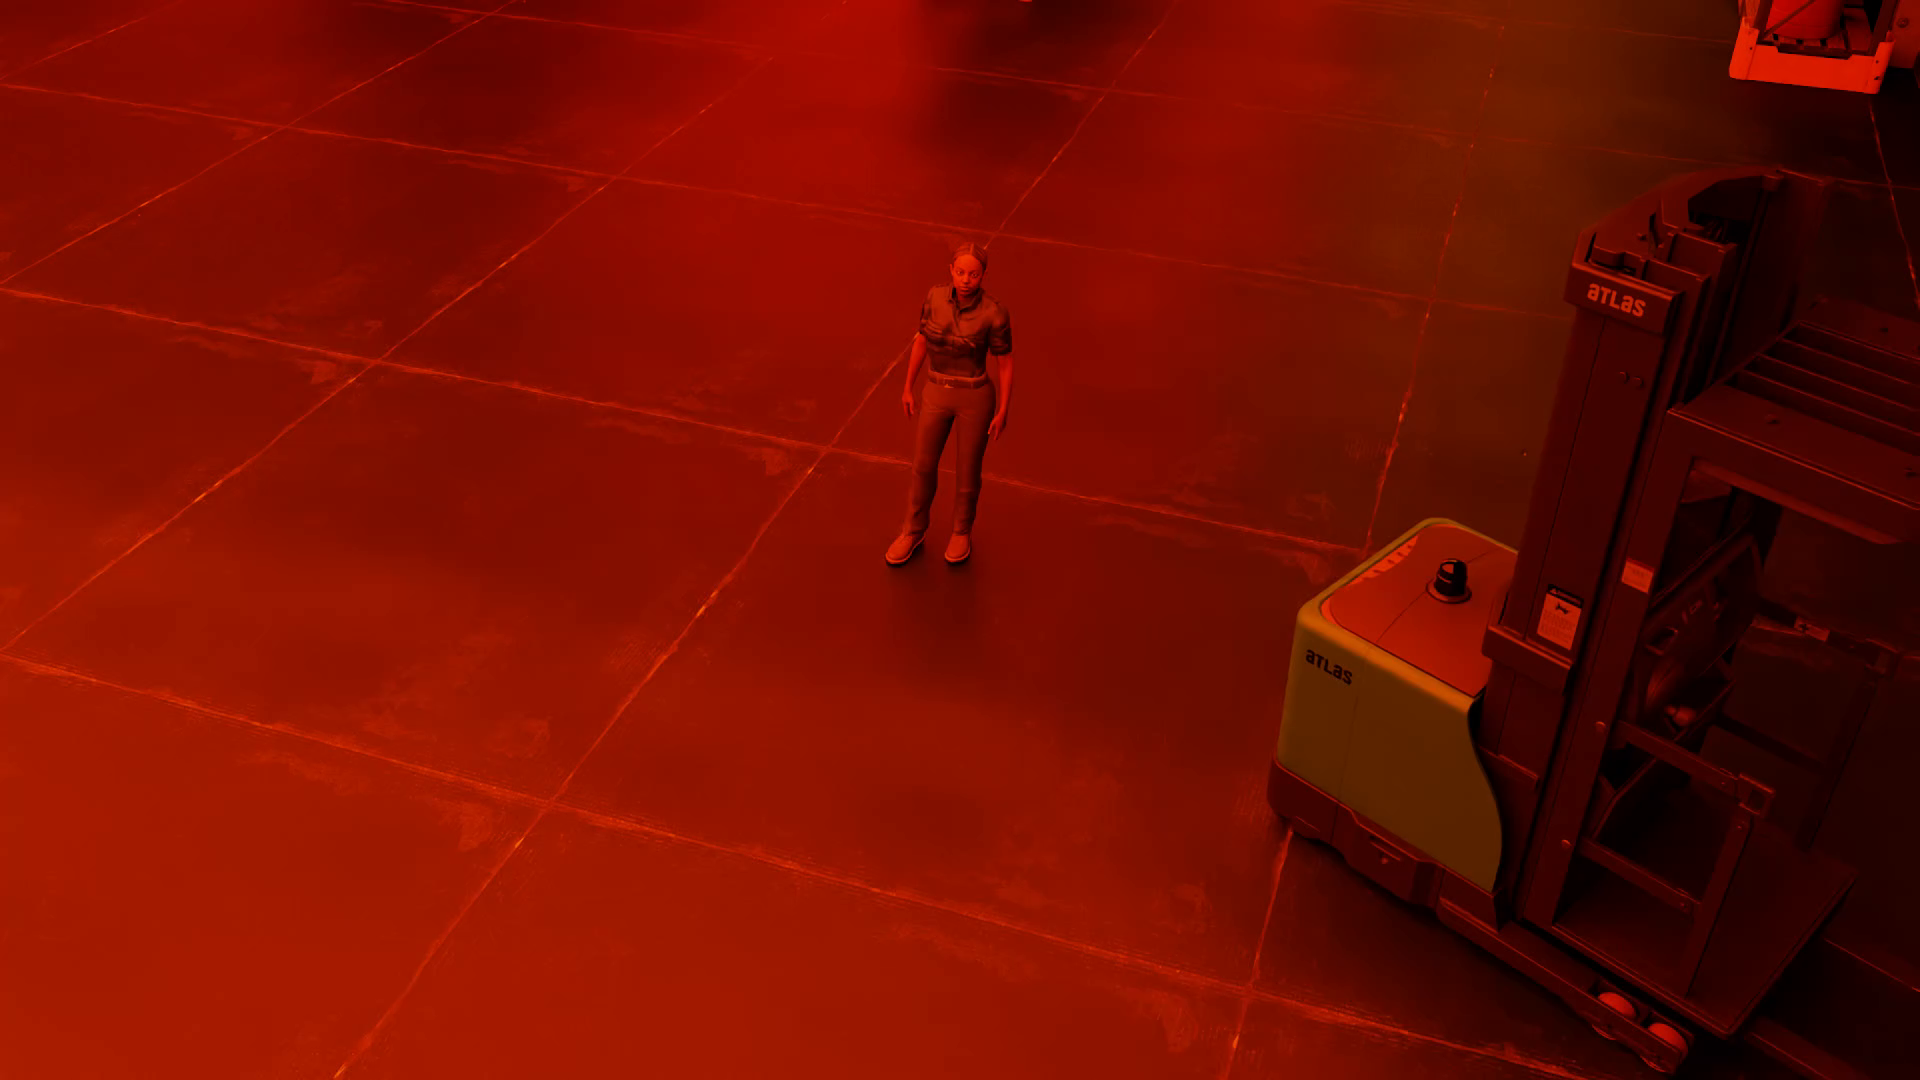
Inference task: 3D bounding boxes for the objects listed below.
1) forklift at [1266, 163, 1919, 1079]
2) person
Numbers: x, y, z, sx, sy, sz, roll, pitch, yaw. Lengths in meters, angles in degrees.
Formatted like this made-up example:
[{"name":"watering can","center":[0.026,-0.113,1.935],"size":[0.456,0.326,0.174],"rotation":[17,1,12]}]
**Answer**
[{"name":"forklift","center":[2.676,0.366,5.594],"size":[1.130,2.935,3.031],"rotation":[-29,45,-35]},{"name":"person","center":[-0.048,-0.637,8.101],"size":[0.570,1.654,0.504],"rotation":[12,37,16]}]
